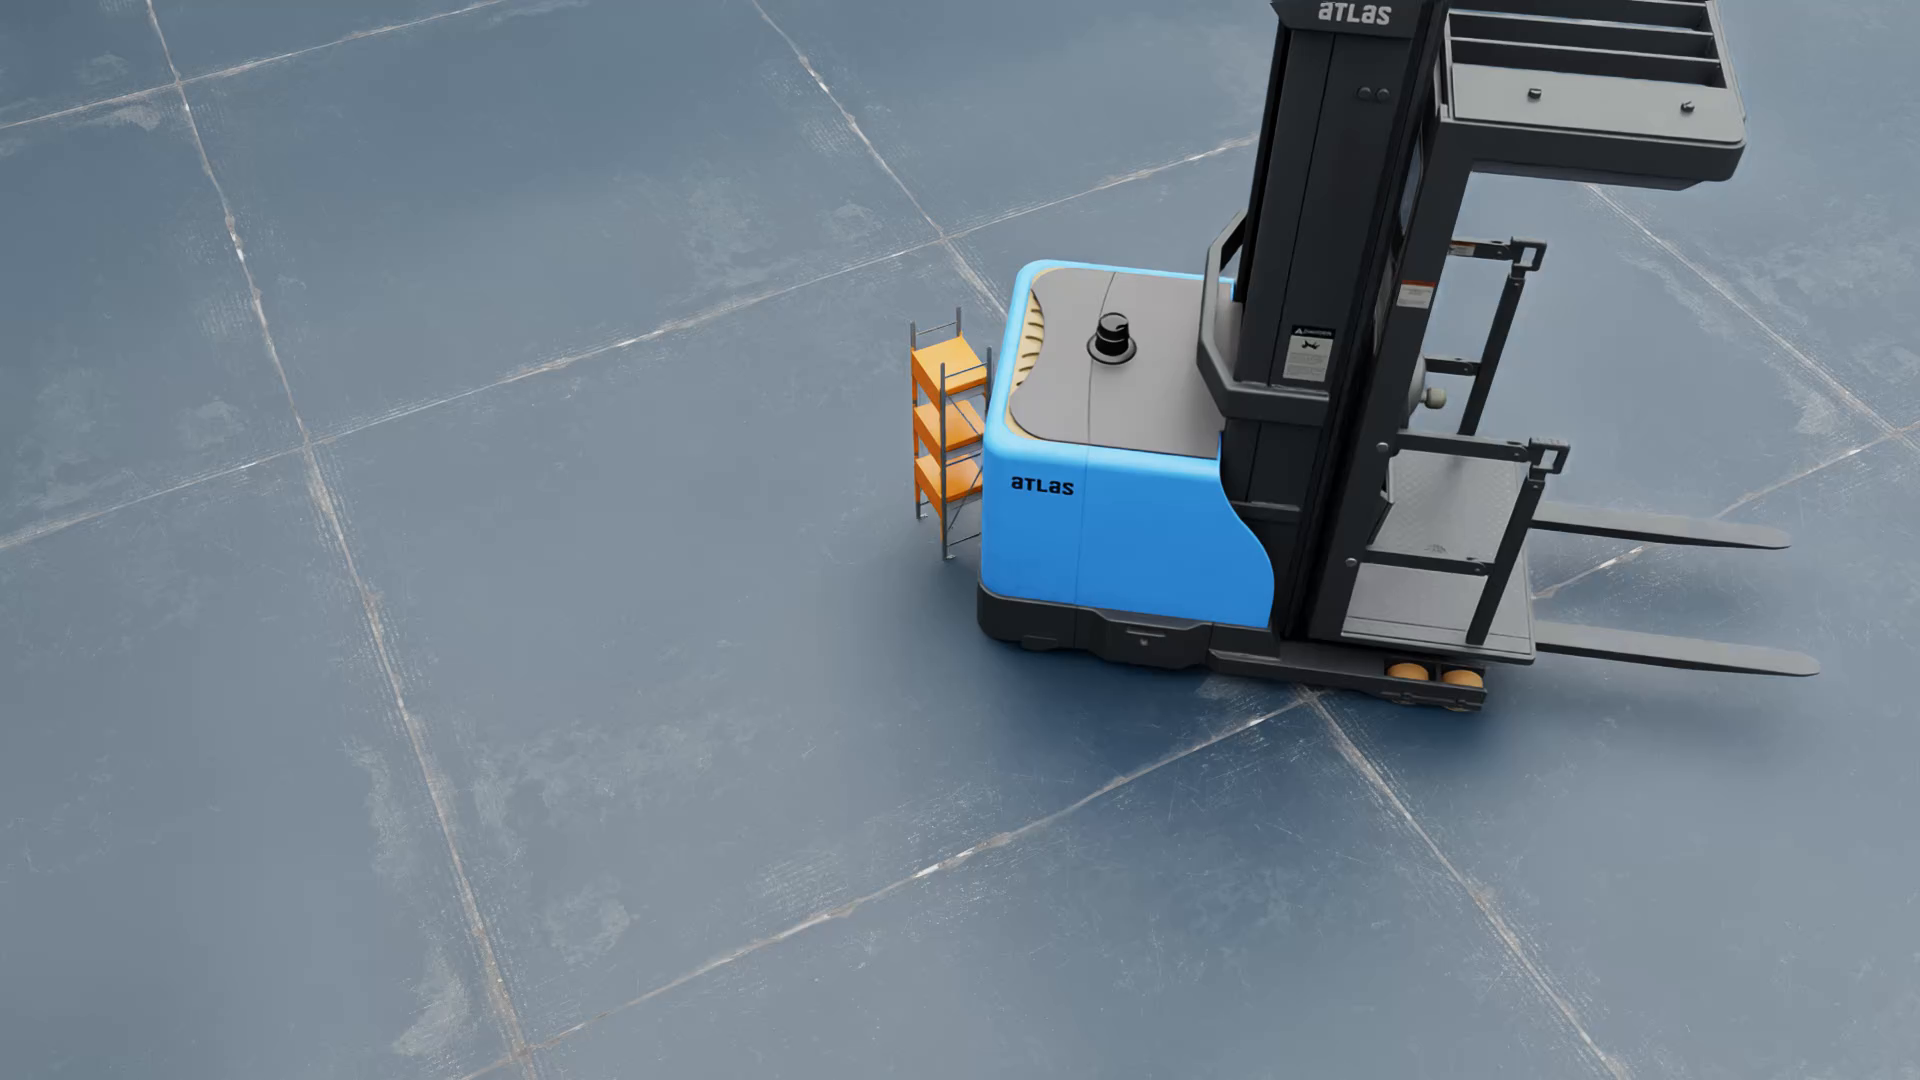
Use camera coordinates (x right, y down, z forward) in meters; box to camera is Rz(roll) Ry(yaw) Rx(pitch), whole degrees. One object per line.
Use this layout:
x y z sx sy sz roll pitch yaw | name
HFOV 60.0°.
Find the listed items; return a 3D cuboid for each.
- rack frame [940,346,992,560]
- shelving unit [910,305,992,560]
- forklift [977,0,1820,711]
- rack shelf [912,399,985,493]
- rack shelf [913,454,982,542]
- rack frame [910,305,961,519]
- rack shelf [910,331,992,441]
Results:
0.021 -0.300 6.208 0.200 1.050 0.008 -20 52 -17 | rack frame
-0.033 -0.383 6.280 0.215 1.050 0.252 -20 52 -17 | shelving unit
1.627 -0.770 5.369 3.031 2.935 1.130 7 49 6 | forklift
-0.033 -0.376 6.288 0.215 0.259 0.240 -20 52 -17 | rack shelf
-0.033 -0.193 6.497 0.215 0.259 0.240 -20 52 -17 | rack shelf
-0.087 -0.465 6.352 0.200 1.050 0.008 -20 52 -17 | rack frame
-0.033 -0.563 6.074 0.215 0.259 0.240 -20 52 -17 | rack shelf
